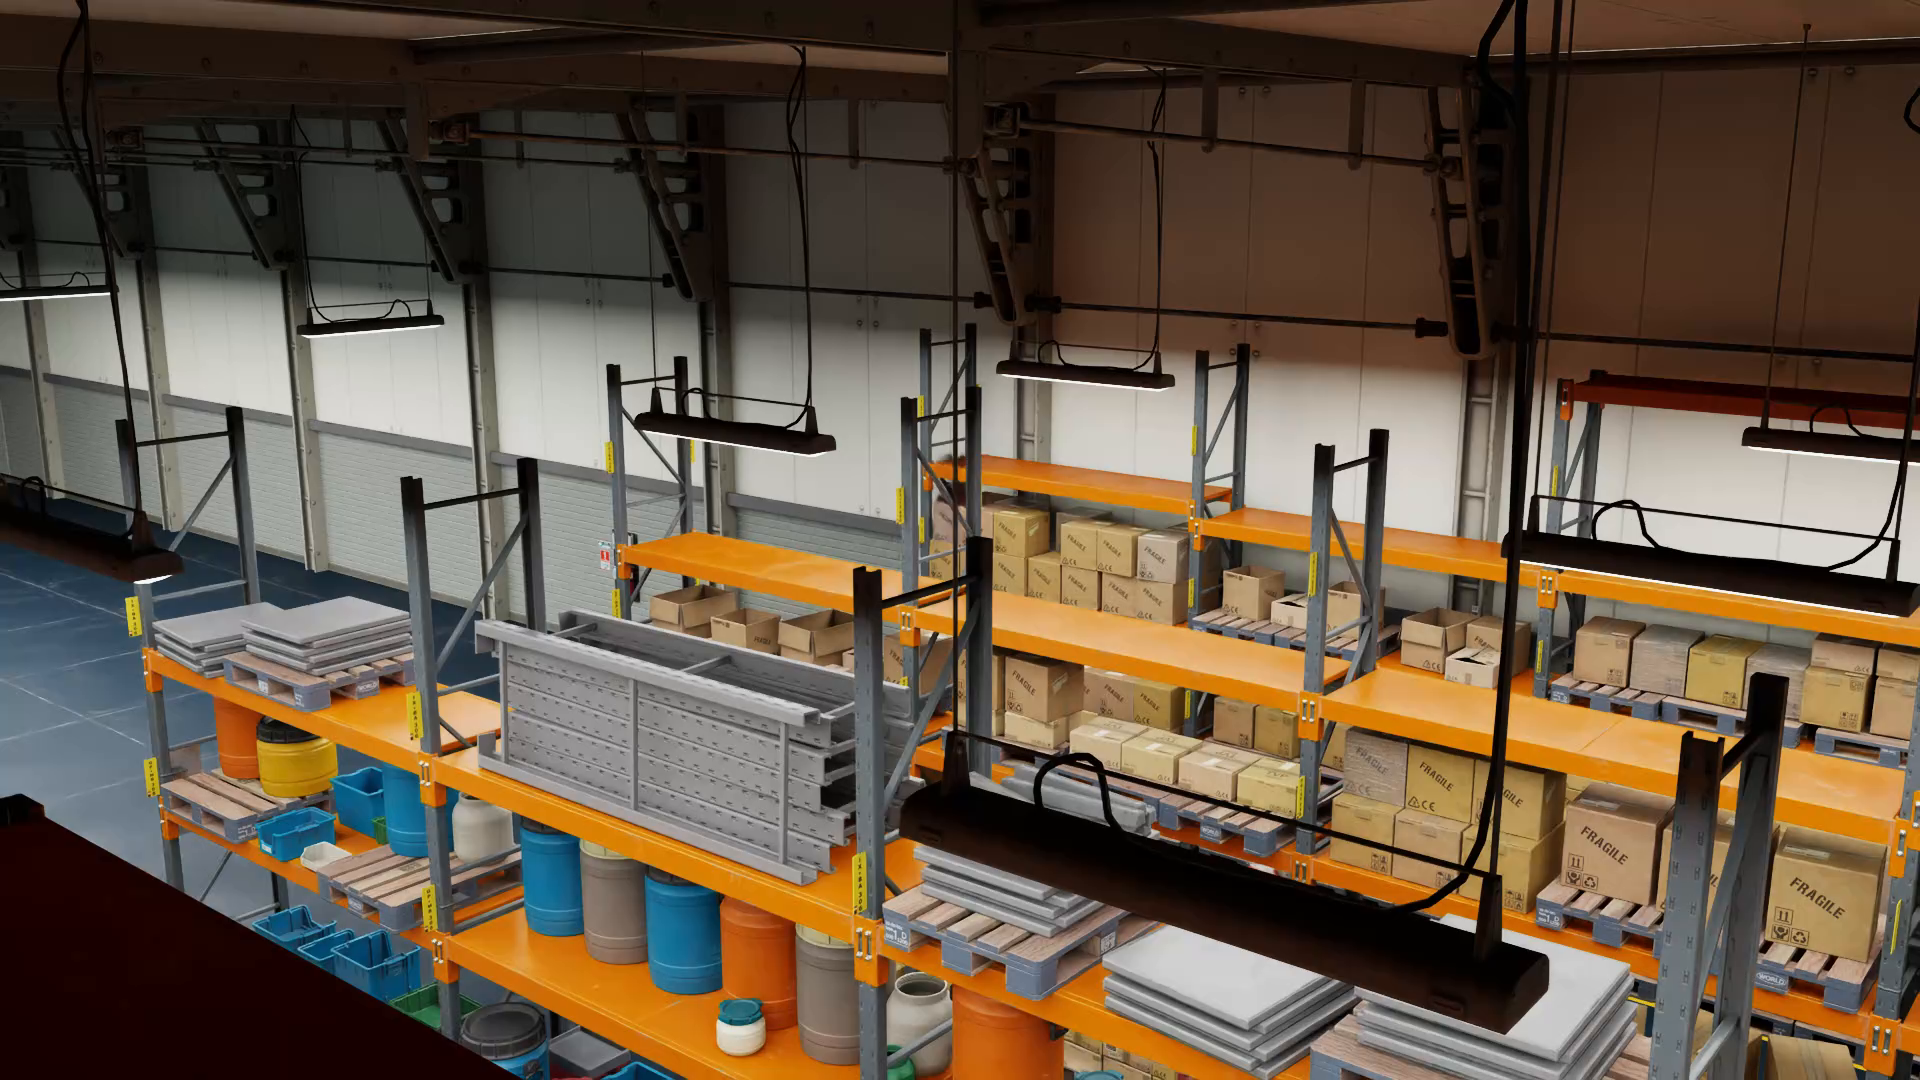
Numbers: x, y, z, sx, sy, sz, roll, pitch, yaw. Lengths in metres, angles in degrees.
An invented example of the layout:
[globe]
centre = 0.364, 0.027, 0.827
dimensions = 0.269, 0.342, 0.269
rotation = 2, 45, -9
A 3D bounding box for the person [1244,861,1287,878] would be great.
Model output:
[person]
centre = 2.849, 3.690, 16.113
dimensions = 0.877, 1.812, 0.606
rotation = 10, 16, 38
